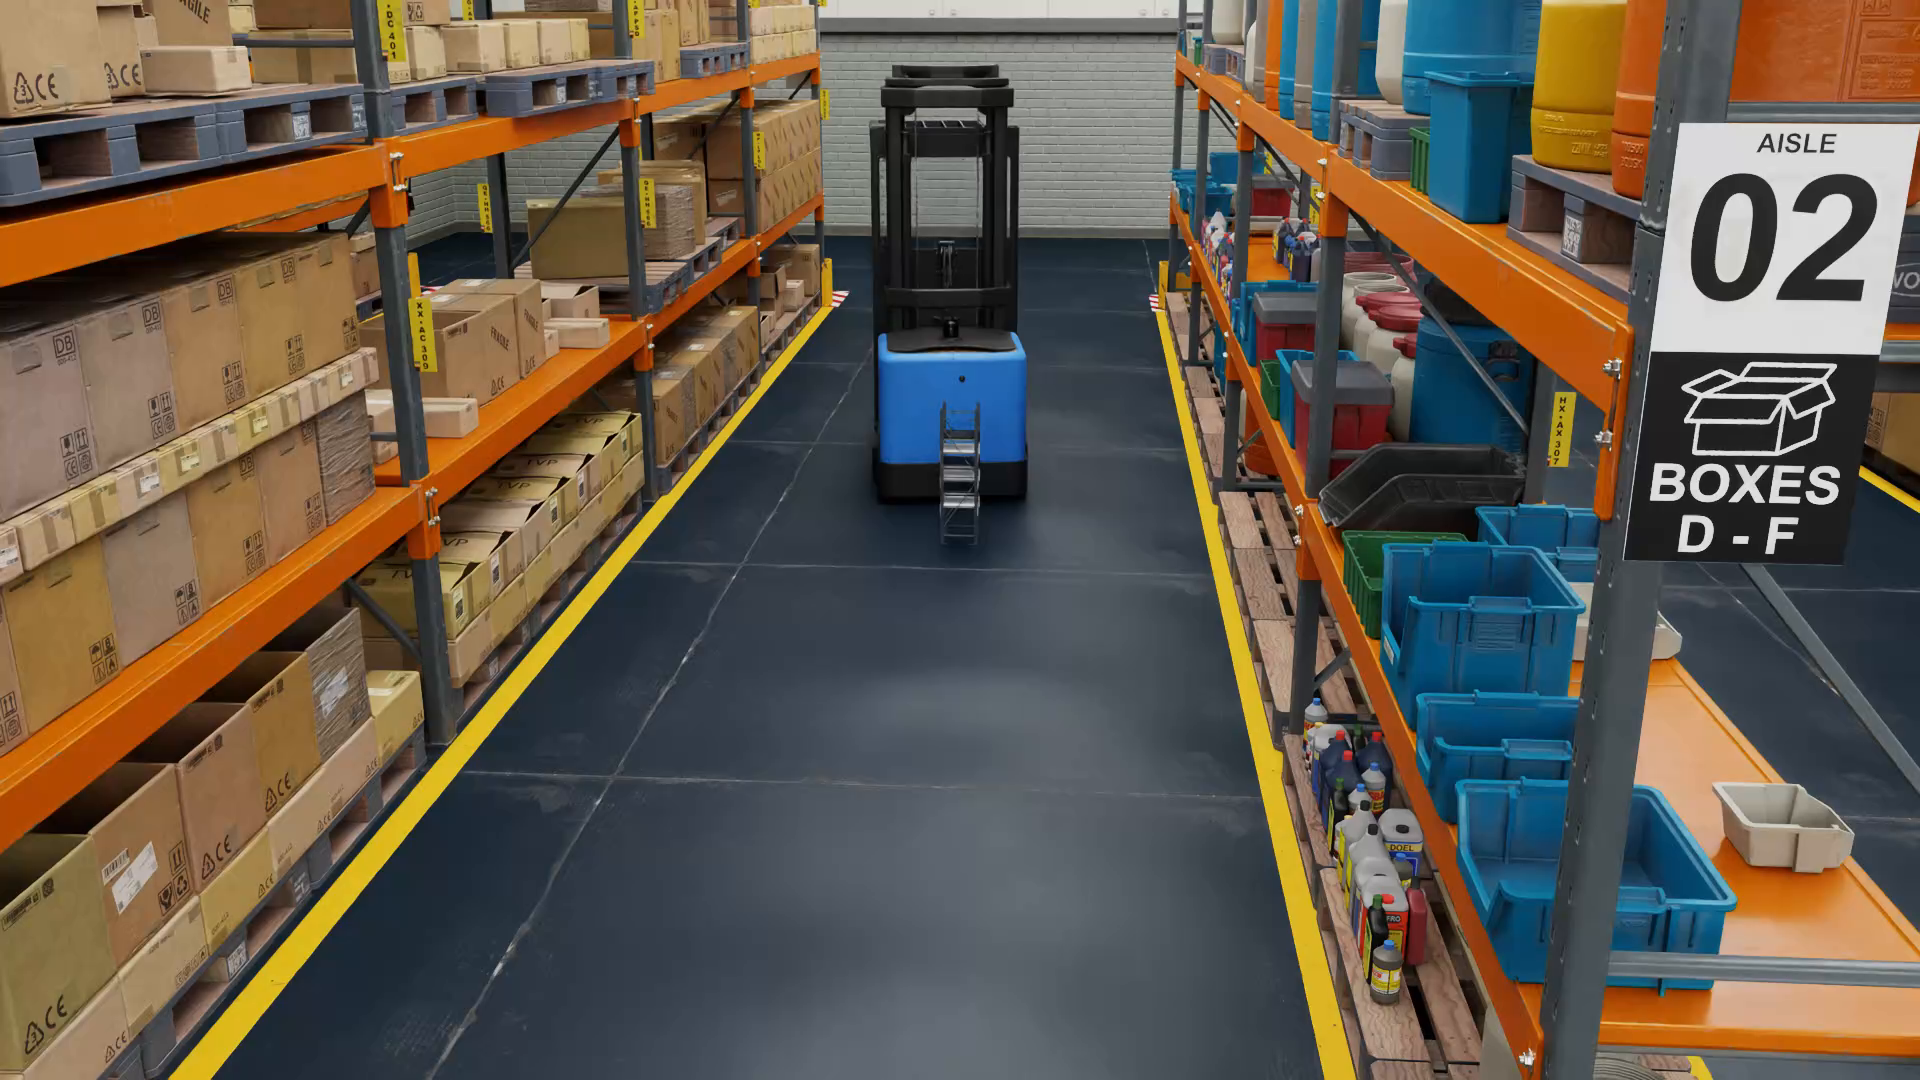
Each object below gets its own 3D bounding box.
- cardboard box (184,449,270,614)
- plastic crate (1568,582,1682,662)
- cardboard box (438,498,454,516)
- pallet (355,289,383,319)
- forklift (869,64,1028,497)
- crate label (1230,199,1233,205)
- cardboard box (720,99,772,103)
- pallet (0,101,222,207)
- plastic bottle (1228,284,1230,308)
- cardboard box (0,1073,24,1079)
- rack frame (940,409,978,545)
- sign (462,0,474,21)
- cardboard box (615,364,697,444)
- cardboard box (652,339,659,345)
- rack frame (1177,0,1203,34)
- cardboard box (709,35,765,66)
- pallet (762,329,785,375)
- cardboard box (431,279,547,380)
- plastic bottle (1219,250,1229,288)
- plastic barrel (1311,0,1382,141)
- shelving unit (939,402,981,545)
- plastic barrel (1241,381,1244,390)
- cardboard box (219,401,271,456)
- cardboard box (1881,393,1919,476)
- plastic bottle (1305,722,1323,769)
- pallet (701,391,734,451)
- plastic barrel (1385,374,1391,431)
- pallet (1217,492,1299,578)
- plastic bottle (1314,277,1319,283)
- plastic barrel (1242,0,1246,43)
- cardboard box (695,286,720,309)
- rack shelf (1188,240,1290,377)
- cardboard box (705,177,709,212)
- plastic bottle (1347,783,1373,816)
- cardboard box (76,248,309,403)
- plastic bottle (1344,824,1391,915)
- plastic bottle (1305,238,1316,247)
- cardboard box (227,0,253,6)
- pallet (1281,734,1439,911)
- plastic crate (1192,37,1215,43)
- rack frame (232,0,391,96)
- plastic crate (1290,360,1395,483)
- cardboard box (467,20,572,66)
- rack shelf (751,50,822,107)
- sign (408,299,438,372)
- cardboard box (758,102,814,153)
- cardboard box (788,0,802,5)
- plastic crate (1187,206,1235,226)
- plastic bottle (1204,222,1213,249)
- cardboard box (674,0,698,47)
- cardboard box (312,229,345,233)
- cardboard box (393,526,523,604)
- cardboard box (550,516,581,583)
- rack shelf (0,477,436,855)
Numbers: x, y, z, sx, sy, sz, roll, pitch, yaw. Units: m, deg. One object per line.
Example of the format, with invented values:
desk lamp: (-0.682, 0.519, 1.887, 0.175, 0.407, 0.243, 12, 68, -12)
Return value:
cardboard box: (-3.024, -0.057, 6.118, 0.700, 0.500, 0.500, 2, 18, 5)
plastic crate: (2.149, 0.280, 5.674, 0.530, 0.136, 0.437, 1, 18, 4)
cardboard box: (-3.115, -0.075, 9.175, 0.500, 0.311, 0.500, 1, 18, 4)
pallet: (-6.988, -2.728, 18.909, 1.003, 0.211, 1.213, 1, 18, 4)
forklift: (-0.126, -2.103, 12.633, 1.130, 2.935, 3.031, -1, 18, -3)
crate label: (2.965, -3.551, 17.270, 0.396, 0.136, 0.243, 1, 18, 4)
cardboard box: (-2.362, -4.584, 18.330, 0.500, 0.500, 0.500, 2, 18, 6)
pallet: (-3.053, -1.207, 5.113, 1.003, 0.211, 1.213, 1, 18, 4)
plastic bottle: (1.946, -1.745, 11.751, 0.097, 0.201, 0.097, 0, 18, 0)
cardboard box: (-2.954, 1.721, 4.595, 0.500, 0.250, 0.500, 1, 18, 4)
rack frame: (-0.007, -0.399, 10.694, 0.240, 0.900, 0.006, 1, 18, 4)
sign: (-3.182, -3.393, 10.813, 0.100, 0.325, 0.005, 1, 18, 4)
cardboard box: (-2.291, -1.028, 12.551, 0.500, 0.500, 0.500, 1, 18, 2)
cardboard box: (-2.739, -1.350, 13.533, 0.500, 0.500, 0.500, 1, 18, 2)
rack frame: (2.873, -6.933, 17.629, 1.000, 3.000, 0.127, 1, 18, 4)
cardboard box: (-2.072, -4.451, 15.113, 0.500, 0.250, 0.500, 1, 18, 4)
pallet: (-2.304, -1.839, 16.198, 1.003, 0.211, 1.213, 1, 18, 4)
cardboard box: (-2.745, -1.235, 9.714, 0.500, 0.500, 0.500, 0, 18, 1)
plastic bottle: (1.985, -2.032, 12.495, 0.061, 0.283, 0.133, 1, 18, 4)
plastic barrel: (1.833, -2.181, 7.141, 0.600, 0.901, 0.708, 1, 18, 4)
shelving unit: (0.001, -0.430, 10.791, 0.258, 0.900, 0.210, 1, 18, 4)
plastic barrel: (2.399, -1.154, 12.826, 0.600, 0.588, 0.708, 1, 18, 4)
cardboard box: (-2.808, -0.417, 6.177, 0.380, 0.149, 0.250, 1, 18, 4)
cardboard box: (7.310, -0.891, 11.561, 1.225, 0.875, 0.875, 0, 18, 1)
plastic bottle: (1.546, 0.886, 7.188, 0.097, 0.201, 0.097, 0, 18, 0)
pallet: (-2.459, -0.993, 13.614, 1.003, 0.211, 1.213, 1, 18, 4)
plastic barrel: (2.261, -0.697, 8.455, 0.301, 0.262, 0.301, 0, 18, 0)
pallet: (2.206, -0.032, 10.683, 1.003, 0.211, 1.213, 1, 18, 4)
plastic bottle: (2.561, -1.771, 11.829, 0.097, 0.201, 0.097, 0, 18, 0)
plastic barrel: (2.277, -3.841, 12.118, 0.433, 0.535, 0.433, 0, 18, 0)
cardboard box: (-2.596, -2.156, 15.993, 0.500, 0.500, 0.500, 1, 18, 4)
rack shelf: (2.443, -1.877, 12.988, 1.077, 0.370, 4.000, 1, 18, 4)
cardboard box: (-2.574, -3.160, 15.589, 0.500, 0.500, 0.500, 2, 18, 5)
plastic bottle: (1.555, 1.079, 6.488, 0.097, 0.271, 0.097, 0, 18, 0)
cardboard box: (-2.988, -0.836, 6.413, 0.700, 0.500, 0.500, 1, 18, 4)
plastic bottle: (1.484, 1.185, 6.038, 0.144, 0.351, 0.185, 2, 18, 6)
plastic bottle: (2.792, -2.267, 13.224, 0.152, 0.276, 0.135, 1, 18, 4)
cardboard box: (-6.964, -5.234, 15.462, 0.500, 0.500, 0.500, 1, 18, 3)
pallet: (1.923, 1.178, 6.990, 1.003, 0.211, 1.213, 1, 18, 4)
plastic crate: (2.333, -4.475, 15.216, 0.416, 0.233, 0.300, 1, 18, 4)
rack frame: (-2.927, -3.318, 6.596, 1.000, 3.000, 0.127, 1, 18, 4)
plastic crate: (1.743, -0.543, 7.659, 0.402, 0.464, 0.583, 1, 18, 4)
cardboard box: (-2.636, -2.957, 9.881, 0.500, 0.250, 0.500, 2, 18, 5)
rack shelf: (-2.210, -4.656, 16.654, 1.077, 0.370, 4.000, 1, 18, 4)
sign: (-2.374, -0.904, 7.347, 0.100, 0.325, 0.005, 1, 18, 4)
cardboard box: (-1.860, -4.415, 17.814, 0.500, 0.500, 0.500, 2, 18, 5)
cardboard box: (-2.088, -5.982, 17.778, 0.700, 0.500, 0.500, 1, 18, 4)
plastic crate: (2.399, -3.091, 15.885, 0.437, 0.125, 0.590, 1, 18, 4)
plastic bottle: (2.128, -2.566, 14.144, 0.097, 0.271, 0.097, 0, 18, 0)
cardboard box: (-2.489, -4.309, 13.442, 0.600, 0.600, 0.600, 1, 18, 3)
cardboard box: (-7.149, -3.447, 18.923, 0.380, 0.149, 0.250, 1, 18, 4)
cardboard box: (-2.608, 0.096, 8.654, 0.500, 0.311, 0.500, 1, 18, 3)
cardboard box: (-2.542, 0.043, 9.716, 0.500, 0.250, 0.500, 2, 18, 5)
rack shelf: (-3.071, 0.496, 5.747, 1.077, 0.370, 4.000, 1, 18, 4)
